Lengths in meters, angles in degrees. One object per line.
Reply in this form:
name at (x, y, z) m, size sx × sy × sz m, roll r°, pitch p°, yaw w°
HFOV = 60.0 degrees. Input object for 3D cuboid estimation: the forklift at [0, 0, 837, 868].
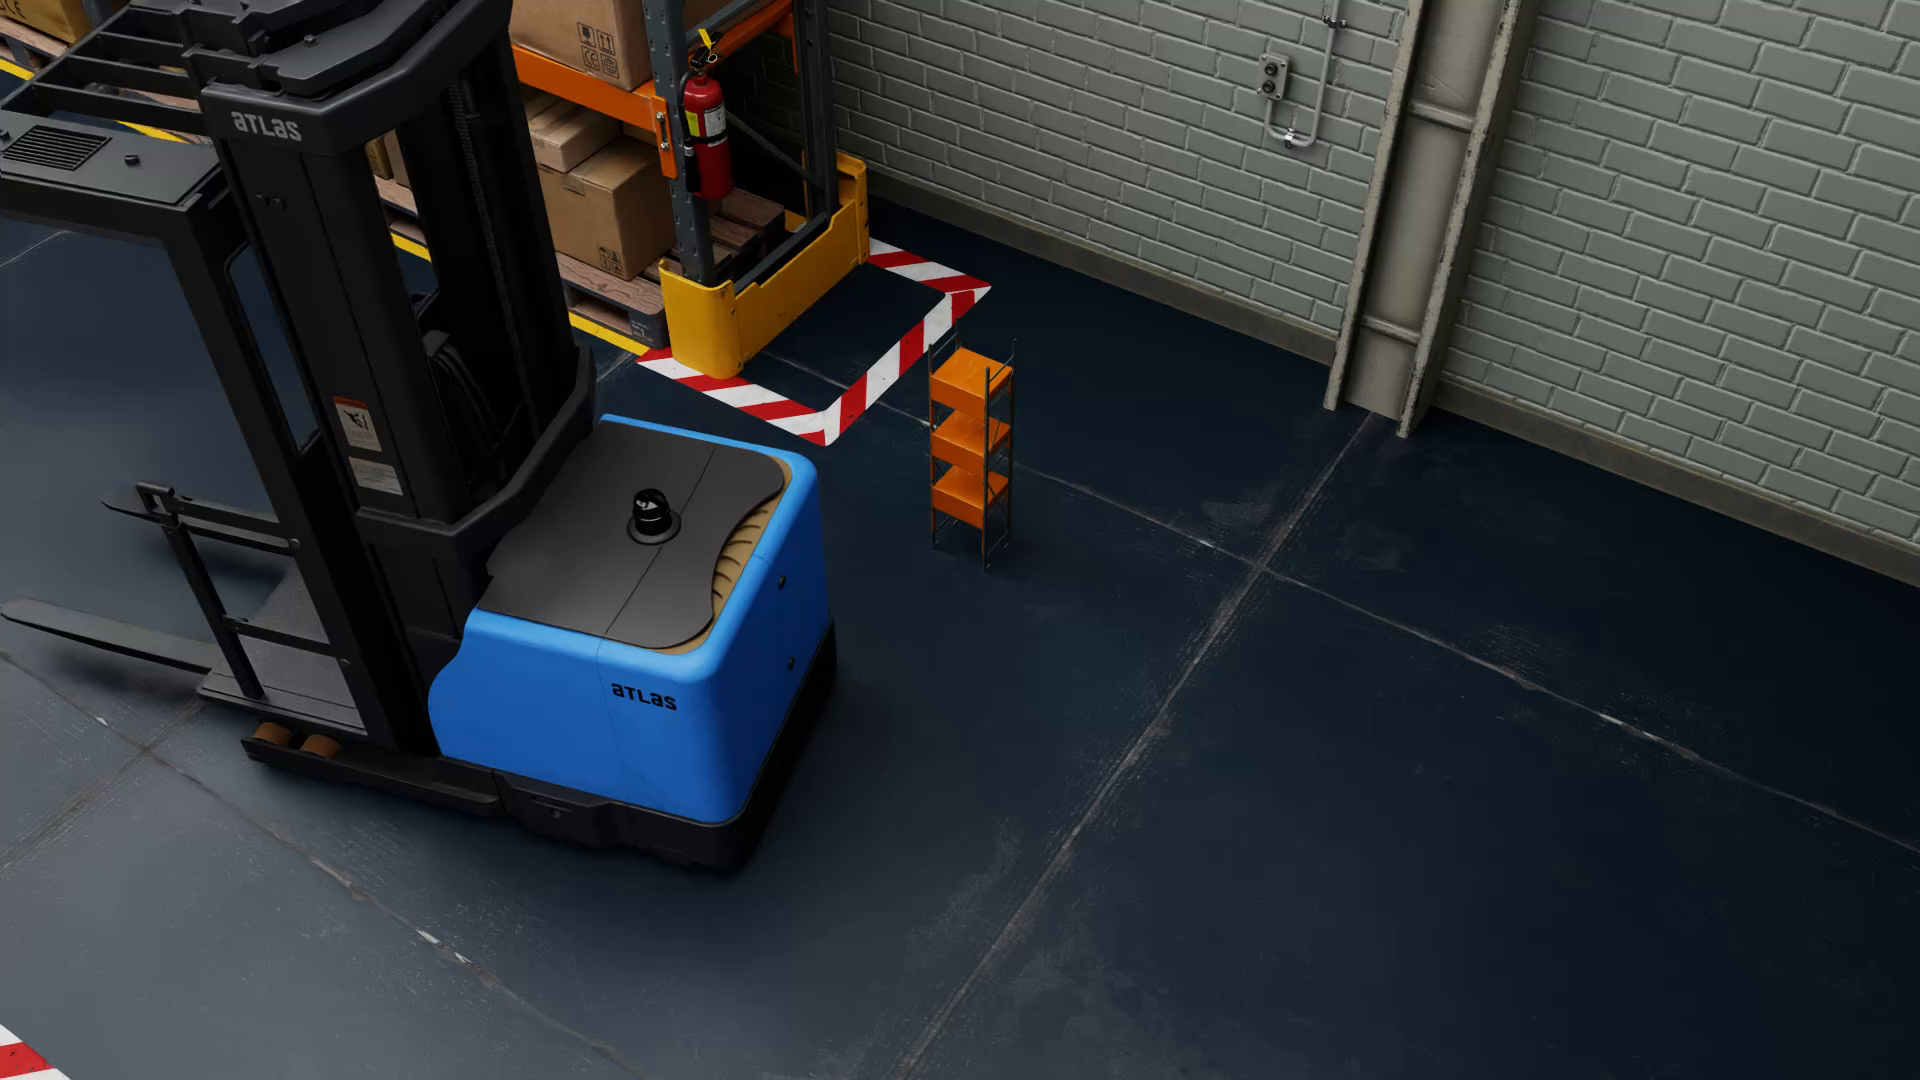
forklift at (-2.035, -0.523, 5.214) m, size 3.031 × 2.935 × 1.130 m, roll 12°, pitch 47°, yaw 11°

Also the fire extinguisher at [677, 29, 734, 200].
fire extinguisher at (-1.015, -1.679, 6.604) m, size 0.183 × 0.674 × 0.296 m, roll 25°, pitch 51°, yaw 22°

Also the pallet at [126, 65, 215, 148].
pallet at (-3.662, -2.408, 8.943) m, size 1.213 × 0.211 × 1.003 m, roll 25°, pitch 51°, yaw 22°

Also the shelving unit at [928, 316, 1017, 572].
shelving unit at (0.045, -0.345, 6.353) m, size 0.252 × 1.050 × 0.215 m, roll 25°, pitch 51°, yaw 22°

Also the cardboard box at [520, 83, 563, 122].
cardboard box at (-1.958, -1.923, 7.525) m, size 0.250 × 0.149 × 0.380 m, roll 26°, pitch 51°, yaw 23°

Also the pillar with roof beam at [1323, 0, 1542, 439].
pillar with roof beam at (-0.478, -1.141, 1.584) m, size 0.400 × 9.000 × 9.100 m, roll 25°, pitch 51°, yaw 22°

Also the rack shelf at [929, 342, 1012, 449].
rack shelf at (0.045, -0.536, 6.157) m, size 0.240 × 0.259 × 0.215 m, roll 25°, pitch 51°, yaw 22°

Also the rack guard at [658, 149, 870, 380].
rack guard at (-0.873, -1.292, 7.657) m, size 0.348 × 0.500 × 1.175 m, roll 25°, pitch 51°, yaw 22°

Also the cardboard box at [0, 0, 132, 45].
cardboard box at (-4.878, -3.292, 9.063) m, size 0.750 × 0.750 × 0.750 m, roll 25°, pitch 51°, yaw 23°

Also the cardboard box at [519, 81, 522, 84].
cardboard box at (-1.960, -2.250, 7.843) m, size 0.250 × 0.149 × 0.380 m, roll 25°, pitch 51°, yaw 22°

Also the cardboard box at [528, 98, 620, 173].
cardboard box at (-1.743, -1.824, 7.429) m, size 0.250 × 0.149 × 0.380 m, roll 24°, pitch 51°, yaw 22°

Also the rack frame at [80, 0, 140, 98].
rack frame at (-4.260, -3.721, 8.275) m, size 0.127 × 3.000 × 1.000 m, roll 25°, pitch 51°, yaw 22°

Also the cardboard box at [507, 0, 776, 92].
cardboard box at (-1.328, -2.469, 6.848) m, size 0.700 × 0.700 × 0.980 m, roll 27°, pitch 52°, yaw 24°

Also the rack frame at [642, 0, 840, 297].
rack frame at (-0.893, -2.173, 6.770) m, size 0.127 × 3.000 × 1.000 m, roll 25°, pitch 51°, yaw 22°

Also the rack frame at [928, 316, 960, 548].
rack frame at (-0.058, -0.392, 6.399) m, size 0.008 × 1.050 × 0.200 m, roll 25°, pitch 51°, yaw 22°

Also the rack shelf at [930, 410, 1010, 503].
rack shelf at (0.045, -0.338, 6.361) m, size 0.240 × 0.259 × 0.215 m, roll 25°, pitch 51°, yaw 22°

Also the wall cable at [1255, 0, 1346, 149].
wall cable at (0.695, -2.602, 6.479) m, size 1.851 × 1.984 × 0.084 m, roll 25°, pitch 51°, yaw 22°

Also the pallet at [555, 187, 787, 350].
pallet at (-1.608, -1.463, 8.025) m, size 1.213 × 0.211 × 1.003 m, roll 25°, pitch 51°, yaw 22°

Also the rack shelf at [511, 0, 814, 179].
rack shelf at (-2.577, -2.696, 7.780) m, size 4.000 × 0.370 × 1.077 m, roll 25°, pitch 51°, yaw 22°

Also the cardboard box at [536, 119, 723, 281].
cardboard box at (-1.536, -1.659, 7.720) m, size 0.500 × 0.500 × 0.700 m, roll 25°, pitch 51°, yaw 22°

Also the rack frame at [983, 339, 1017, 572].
rack frame at (0.148, -0.298, 6.307) m, size 0.008 × 1.050 × 0.200 m, roll 25°, pitch 51°, yaw 22°

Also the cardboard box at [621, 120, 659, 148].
cardboard box at (-1.323, -1.957, 7.558) m, size 0.250 × 0.149 × 0.380 m, roll 25°, pitch 51°, yaw 22°

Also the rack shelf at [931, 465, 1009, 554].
rack shelf at (0.045, -0.144, 6.560) m, size 0.240 × 0.259 × 0.215 m, roll 25°, pitch 51°, yaw 22°

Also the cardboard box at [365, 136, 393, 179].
cardboard box at (-2.834, -2.249, 8.294) m, size 0.500 × 0.500 × 0.700 m, roll 26°, pitch 51°, yaw 23°

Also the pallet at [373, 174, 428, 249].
pallet at (-2.631, -1.936, 8.484) m, size 1.213 × 0.211 × 1.003 m, roll 25°, pitch 51°, yaw 22°

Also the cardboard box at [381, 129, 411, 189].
cardboard box at (-2.381, -2.047, 8.097) m, size 0.500 × 0.500 × 0.700 m, roll 23°, pitch 50°, yaw 21°

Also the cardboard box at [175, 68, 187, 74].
cardboard box at (-3.686, -2.645, 8.679) m, size 0.500 × 0.500 × 0.700 m, roll 25°, pitch 51°, yaw 23°

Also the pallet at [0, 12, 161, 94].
pallet at (-4.950, -3.003, 9.521) m, size 1.213 × 0.211 × 1.003 m, roll 25°, pitch 51°, yaw 22°
